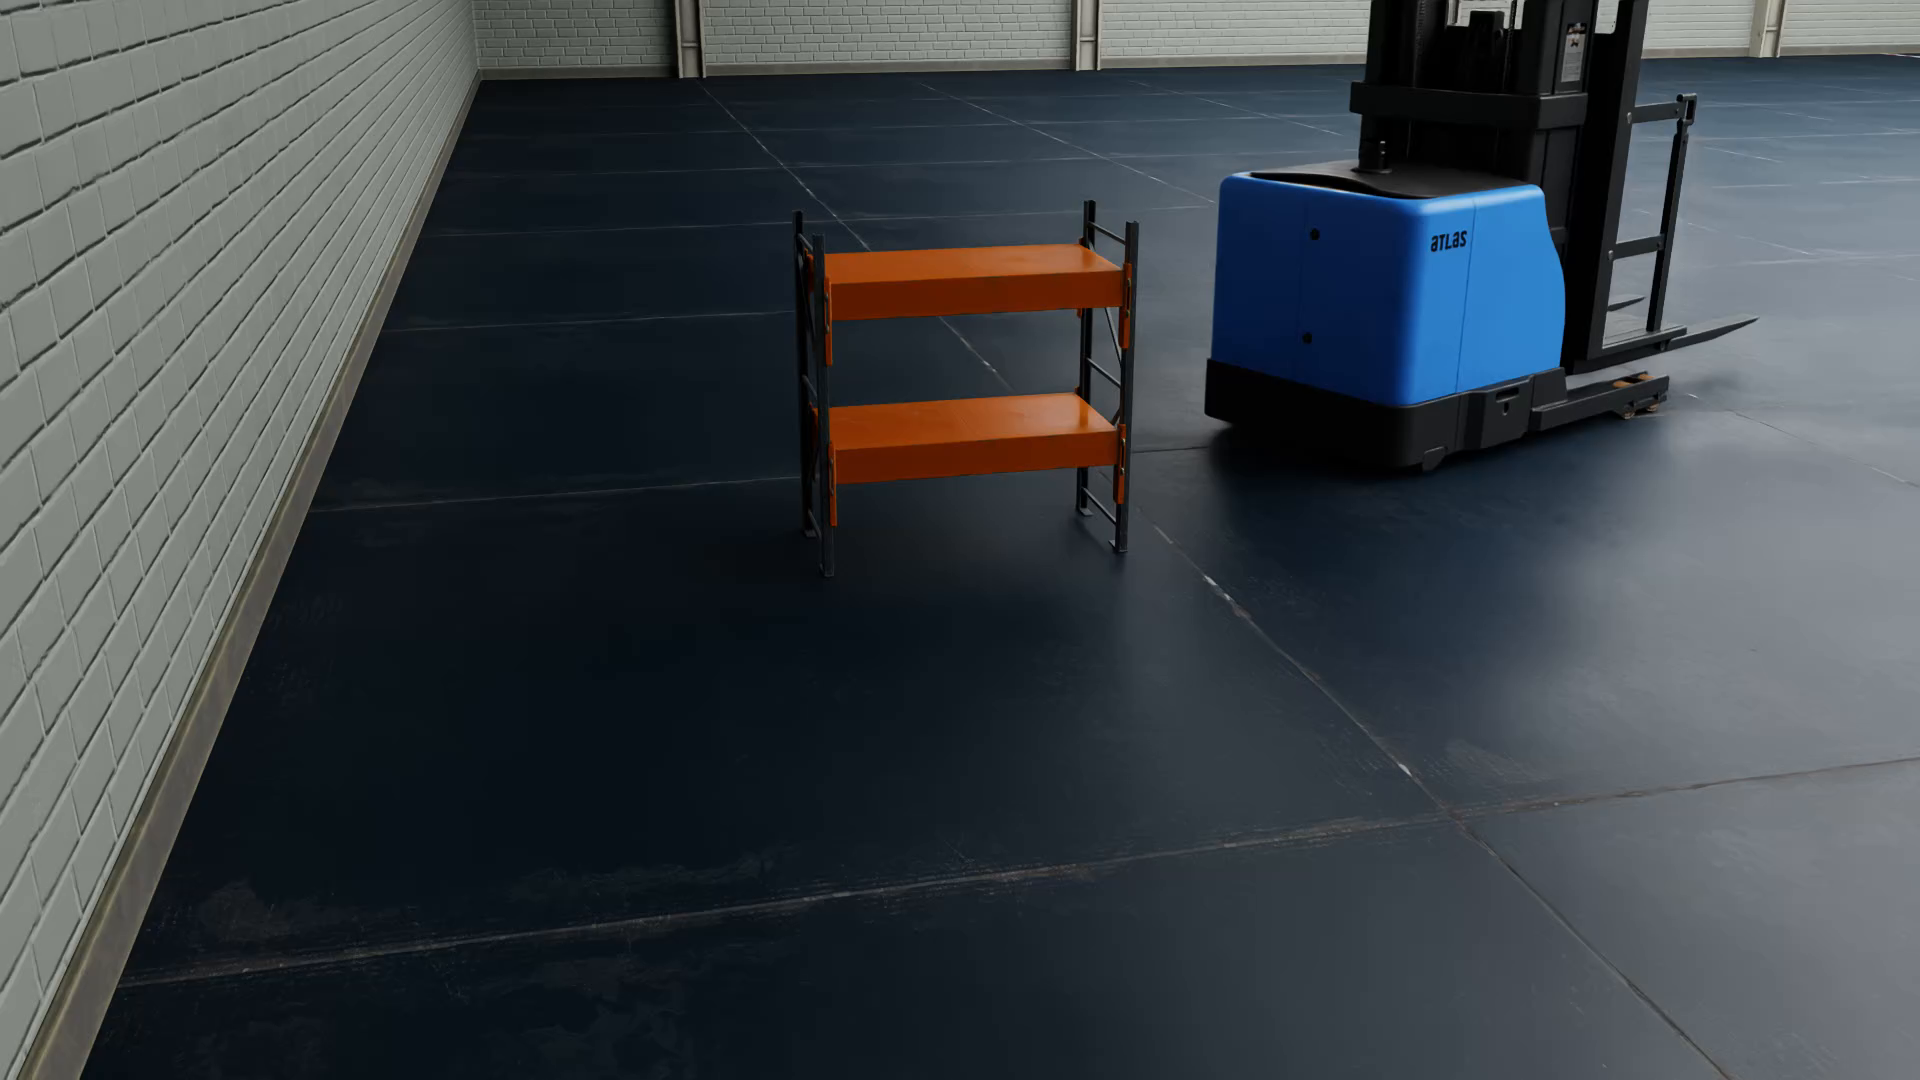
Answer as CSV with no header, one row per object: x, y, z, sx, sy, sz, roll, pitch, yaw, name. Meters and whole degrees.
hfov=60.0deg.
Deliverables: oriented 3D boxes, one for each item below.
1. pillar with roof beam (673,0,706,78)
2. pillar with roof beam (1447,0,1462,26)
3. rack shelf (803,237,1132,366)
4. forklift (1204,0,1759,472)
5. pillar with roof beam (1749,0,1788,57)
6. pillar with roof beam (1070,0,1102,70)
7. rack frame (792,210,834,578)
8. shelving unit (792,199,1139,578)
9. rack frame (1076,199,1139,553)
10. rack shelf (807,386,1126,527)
-2.924,-9.545,18.788,0.400,9.000,9.100,-5,21,-12,pillar with roof beam
8.754,-10.494,21.380,0.400,9.000,9.100,-5,21,-12,pillar with roof beam
0.007,-0.804,5.522,1.000,0.278,0.538,-5,21,-12,rack shelf
2.516,-2.031,7.099,3.031,2.935,1.130,-15,25,-35,forklift
14.593,-10.969,22.677,0.400,9.000,9.100,-5,21,-12,pillar with roof beam
2.915,-10.019,20.084,0.400,9.000,9.100,-5,21,-12,pillar with roof beam
-0.488,-0.488,5.513,0.032,1.125,0.500,-5,21,-12,rack frame
0.007,-0.529,5.623,1.048,1.125,0.538,-5,21,-12,shelving unit
0.501,-0.569,5.732,0.032,1.125,0.500,-5,21,-12,rack frame
0.007,-0.299,5.707,1.000,0.278,0.538,-5,21,-12,rack shelf
